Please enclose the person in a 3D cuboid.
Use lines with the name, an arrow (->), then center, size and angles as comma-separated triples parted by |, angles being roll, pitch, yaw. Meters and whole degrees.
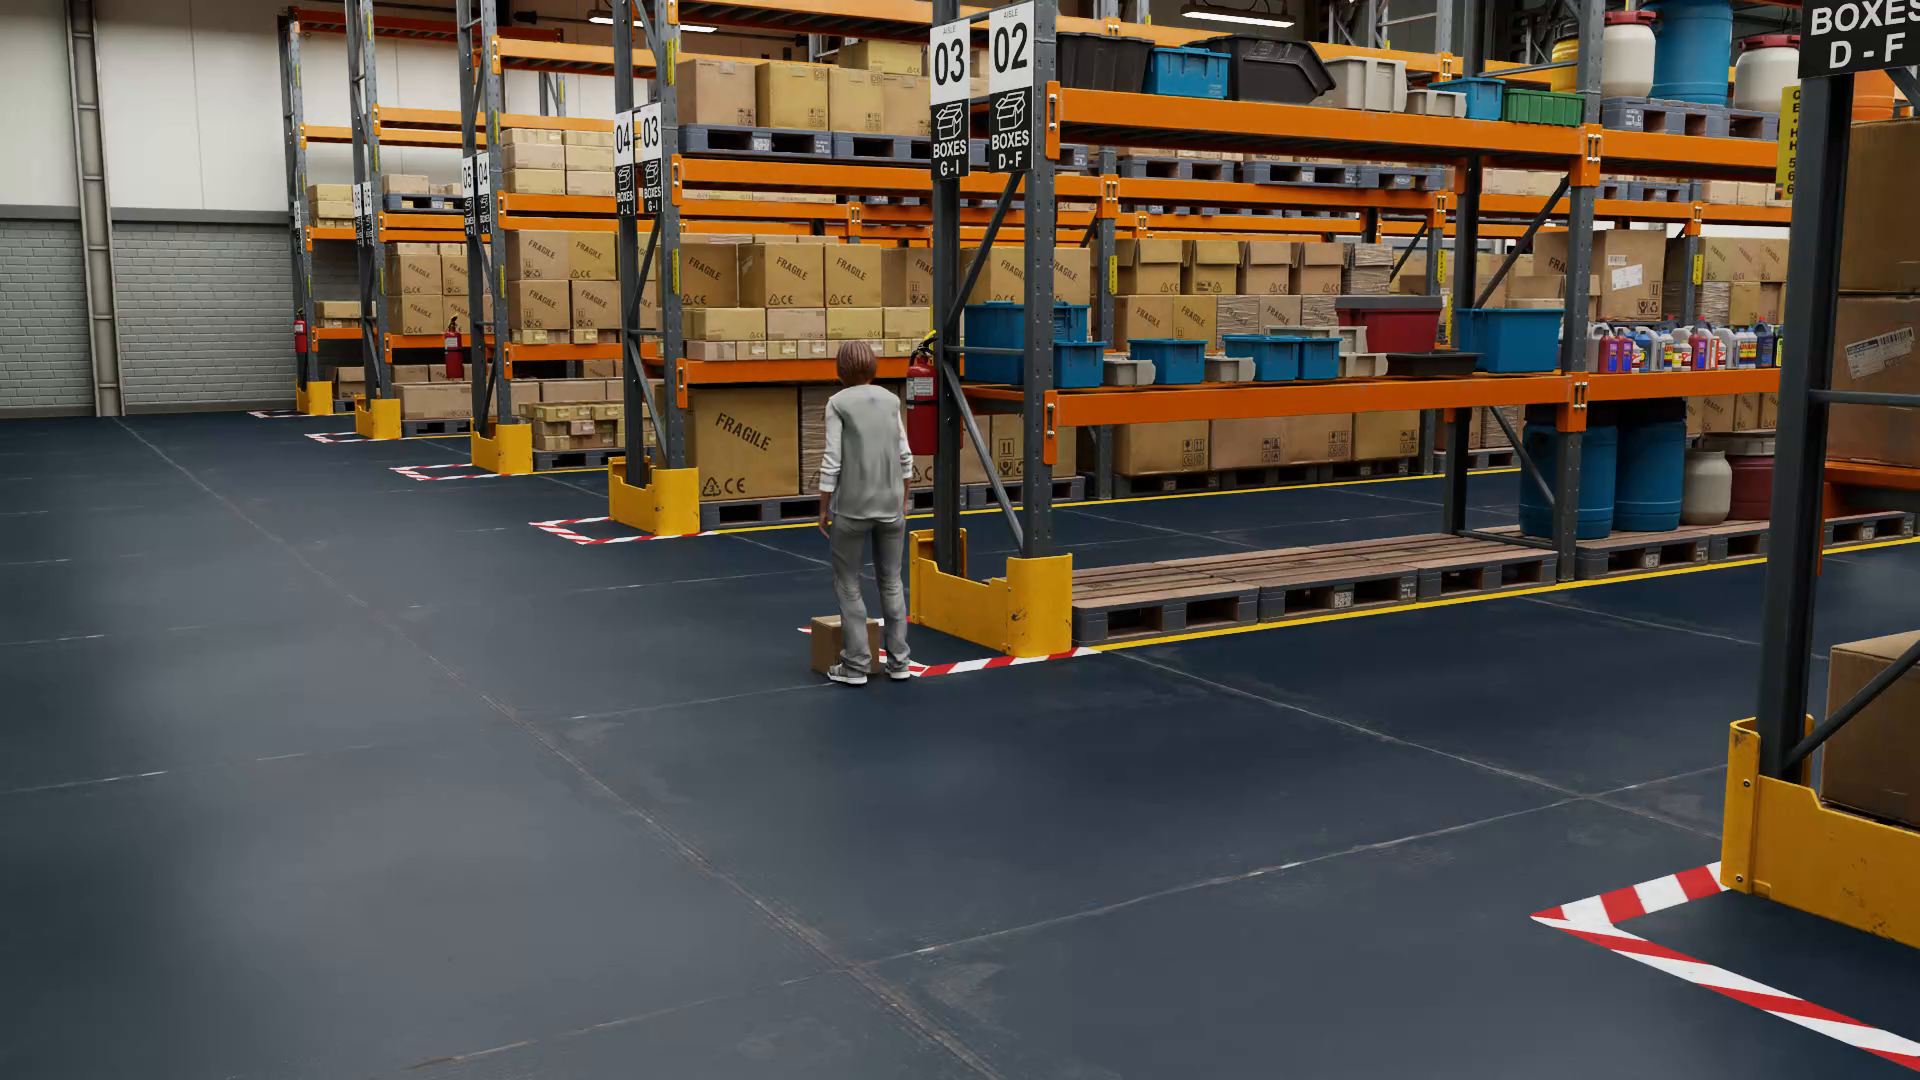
person -> -0.440, -0.127, 7.737 | 0.462, 1.591, 0.322 | -4, 9, -28
